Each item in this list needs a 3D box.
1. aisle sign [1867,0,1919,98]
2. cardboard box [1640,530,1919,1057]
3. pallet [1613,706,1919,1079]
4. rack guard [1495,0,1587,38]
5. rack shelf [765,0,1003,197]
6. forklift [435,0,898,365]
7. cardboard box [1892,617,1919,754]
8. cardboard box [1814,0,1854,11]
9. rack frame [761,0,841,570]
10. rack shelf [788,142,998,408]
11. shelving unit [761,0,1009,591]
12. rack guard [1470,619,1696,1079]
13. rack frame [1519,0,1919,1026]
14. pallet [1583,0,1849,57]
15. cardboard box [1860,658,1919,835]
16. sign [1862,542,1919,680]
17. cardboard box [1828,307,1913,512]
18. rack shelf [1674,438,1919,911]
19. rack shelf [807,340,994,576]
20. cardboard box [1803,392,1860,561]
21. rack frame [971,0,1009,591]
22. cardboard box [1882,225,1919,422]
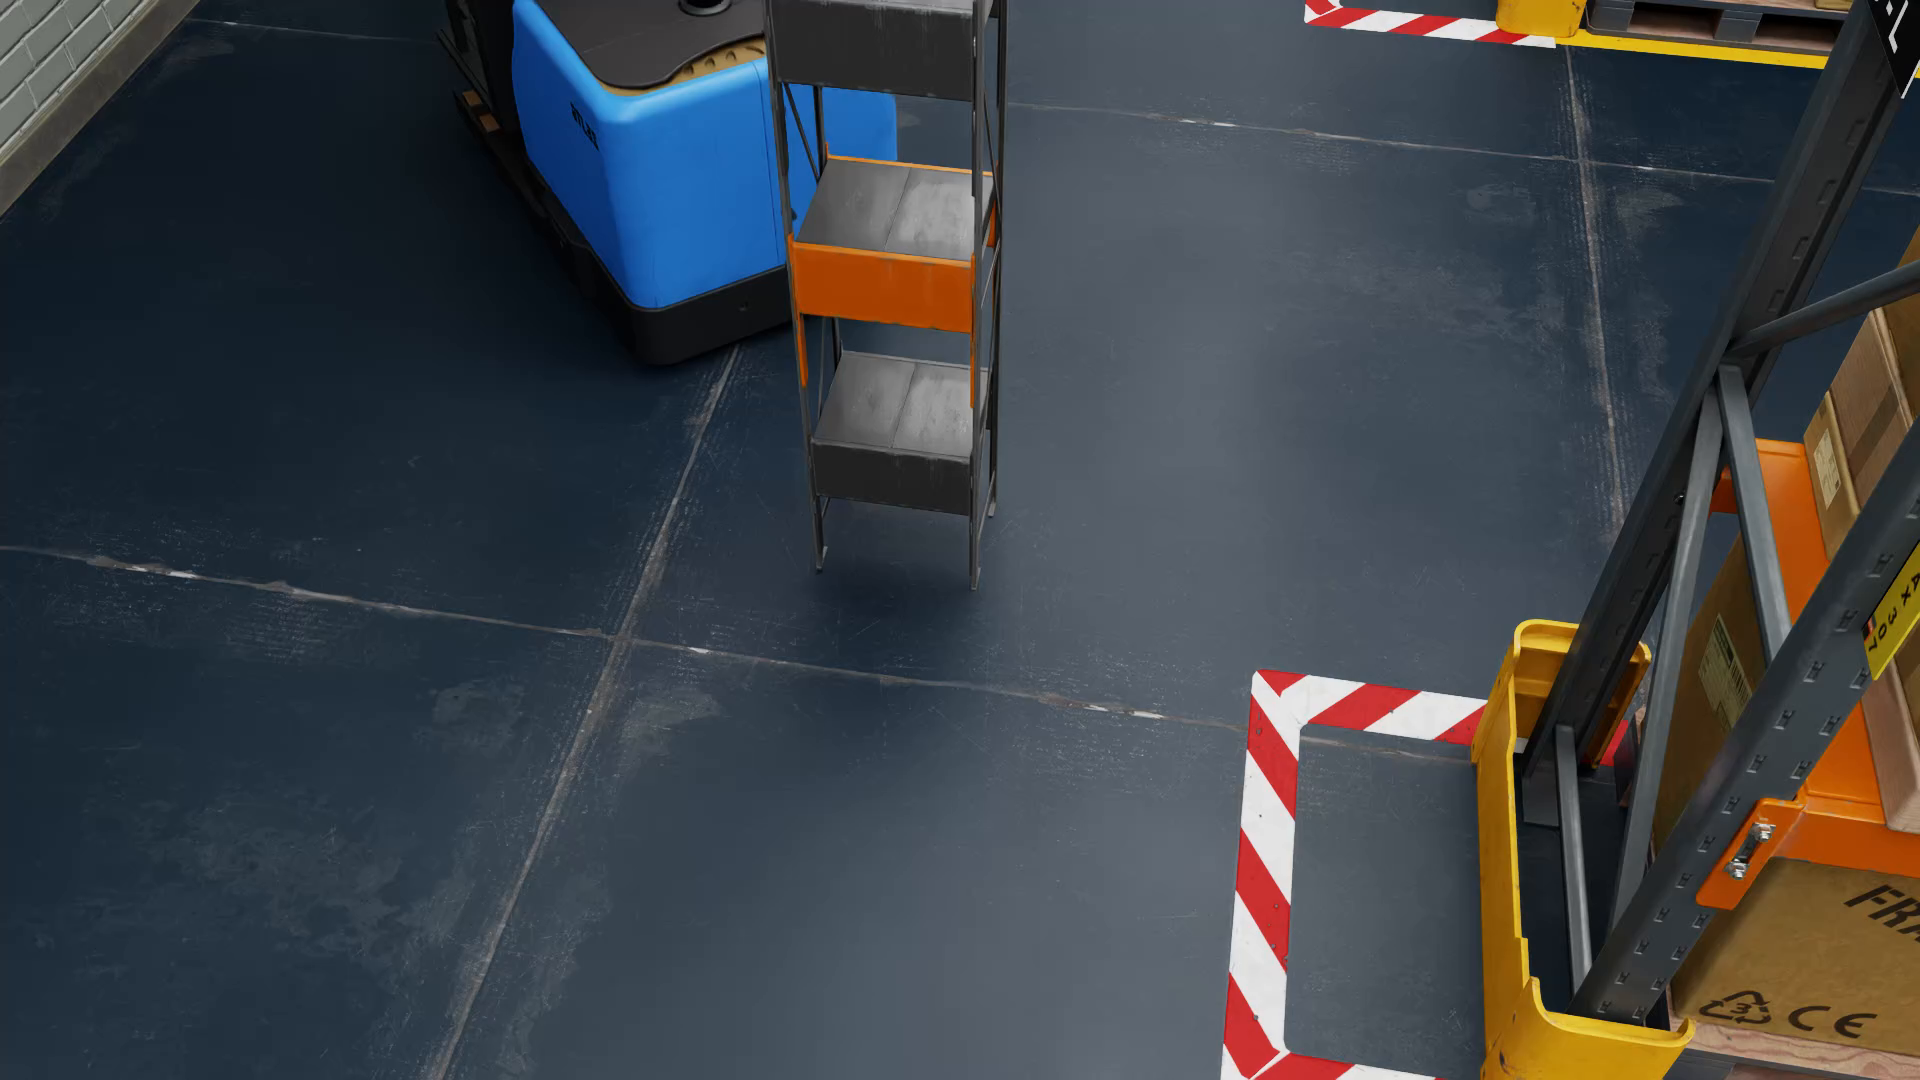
[{"bbox_3d":[1.535,-1.111,2.484,0.004,0.787,0.394,8,49,7],"label":"aisle sign"},{"bbox_3d":[2.197,0.583,3.855,0.875,0.875,0.875,8,49,7],"label":"cardboard box"},{"bbox_3d":[2.353,0.968,4.238,1.213,0.211,1.003,8,49,7],"label":"pallet"},{"bbox_3d":[2.609,-2.784,7.416,0.348,0.500,1.175,8,49,7],"label":"rack guard"},{"bbox_3d":[-0.163,-1.182,3.978,0.480,0.518,0.431,8,49,7],"label":"rack shelf"},{"bbox_3d":[-1.377,-2.669,5.677,1.130,2.935,3.031,-24,52,-20],"label":"forklift"},{"bbox_3d":[1.977,0.199,2.955,0.500,0.250,0.500,7,48,6],"label":"cardboard box"},{"bbox_3d":[3.743,-2.397,7.022,0.250,0.149,0.380,8,49,7],"label":"cardboard box"},{"bbox_3d":[-0.403,-0.756,4.518,0.015,2.100,0.400,8,49,7],"label":"rack frame"},{"bbox_3d":[-0.163,-0.715,4.499,0.480,0.518,0.431,8,49,7],"label":"rack shelf"},{"bbox_3d":[-0.163,-0.724,4.489,0.503,2.100,0.431,8,49,7],"label":"shelving unit"},{"bbox_3d":[1.529,0.820,4.177,0.348,0.500,1.175,8,49,7],"label":"rack guard"},{"bbox_3d":[1.553,-0.013,3.245,0.127,3.000,1.000,8,49,7],"label":"rack frame"},{"bbox_3d":[3.402,-2.554,7.403,1.213,0.211,1.003,8,49,7],"label":"pallet"},{"bbox_3d":[1.843,0.360,3.079,0.250,0.149,0.380,8,49,7],"label":"cardboard box"},{"bbox_3d":[1.448,0.077,2.529,0.005,0.325,0.100,8,49,7],"label":"sign"},{"bbox_3d":[2.077,-0.192,3.307,0.500,0.250,0.500,7,48,6],"label":"cardboard box"},{"bbox_3d":[3.521,0.492,3.275,4.000,0.370,1.077,8,49,7],"label":"rack shelf"},{"bbox_3d":[-0.163,-0.247,5.019,0.480,0.518,0.431,8,49,7],"label":"rack shelf"},{"bbox_3d":[1.962,-0.123,3.512,0.250,0.149,0.380,9,49,8],"label":"cardboard box"},{"bbox_3d":[0.077,-0.691,4.460,0.015,2.100,0.400,8,49,7],"label":"rack frame"},{"bbox_3d":[2.079,-0.441,3.026,0.500,0.500,0.500,8,49,7],"label":"cardboard box"}]
